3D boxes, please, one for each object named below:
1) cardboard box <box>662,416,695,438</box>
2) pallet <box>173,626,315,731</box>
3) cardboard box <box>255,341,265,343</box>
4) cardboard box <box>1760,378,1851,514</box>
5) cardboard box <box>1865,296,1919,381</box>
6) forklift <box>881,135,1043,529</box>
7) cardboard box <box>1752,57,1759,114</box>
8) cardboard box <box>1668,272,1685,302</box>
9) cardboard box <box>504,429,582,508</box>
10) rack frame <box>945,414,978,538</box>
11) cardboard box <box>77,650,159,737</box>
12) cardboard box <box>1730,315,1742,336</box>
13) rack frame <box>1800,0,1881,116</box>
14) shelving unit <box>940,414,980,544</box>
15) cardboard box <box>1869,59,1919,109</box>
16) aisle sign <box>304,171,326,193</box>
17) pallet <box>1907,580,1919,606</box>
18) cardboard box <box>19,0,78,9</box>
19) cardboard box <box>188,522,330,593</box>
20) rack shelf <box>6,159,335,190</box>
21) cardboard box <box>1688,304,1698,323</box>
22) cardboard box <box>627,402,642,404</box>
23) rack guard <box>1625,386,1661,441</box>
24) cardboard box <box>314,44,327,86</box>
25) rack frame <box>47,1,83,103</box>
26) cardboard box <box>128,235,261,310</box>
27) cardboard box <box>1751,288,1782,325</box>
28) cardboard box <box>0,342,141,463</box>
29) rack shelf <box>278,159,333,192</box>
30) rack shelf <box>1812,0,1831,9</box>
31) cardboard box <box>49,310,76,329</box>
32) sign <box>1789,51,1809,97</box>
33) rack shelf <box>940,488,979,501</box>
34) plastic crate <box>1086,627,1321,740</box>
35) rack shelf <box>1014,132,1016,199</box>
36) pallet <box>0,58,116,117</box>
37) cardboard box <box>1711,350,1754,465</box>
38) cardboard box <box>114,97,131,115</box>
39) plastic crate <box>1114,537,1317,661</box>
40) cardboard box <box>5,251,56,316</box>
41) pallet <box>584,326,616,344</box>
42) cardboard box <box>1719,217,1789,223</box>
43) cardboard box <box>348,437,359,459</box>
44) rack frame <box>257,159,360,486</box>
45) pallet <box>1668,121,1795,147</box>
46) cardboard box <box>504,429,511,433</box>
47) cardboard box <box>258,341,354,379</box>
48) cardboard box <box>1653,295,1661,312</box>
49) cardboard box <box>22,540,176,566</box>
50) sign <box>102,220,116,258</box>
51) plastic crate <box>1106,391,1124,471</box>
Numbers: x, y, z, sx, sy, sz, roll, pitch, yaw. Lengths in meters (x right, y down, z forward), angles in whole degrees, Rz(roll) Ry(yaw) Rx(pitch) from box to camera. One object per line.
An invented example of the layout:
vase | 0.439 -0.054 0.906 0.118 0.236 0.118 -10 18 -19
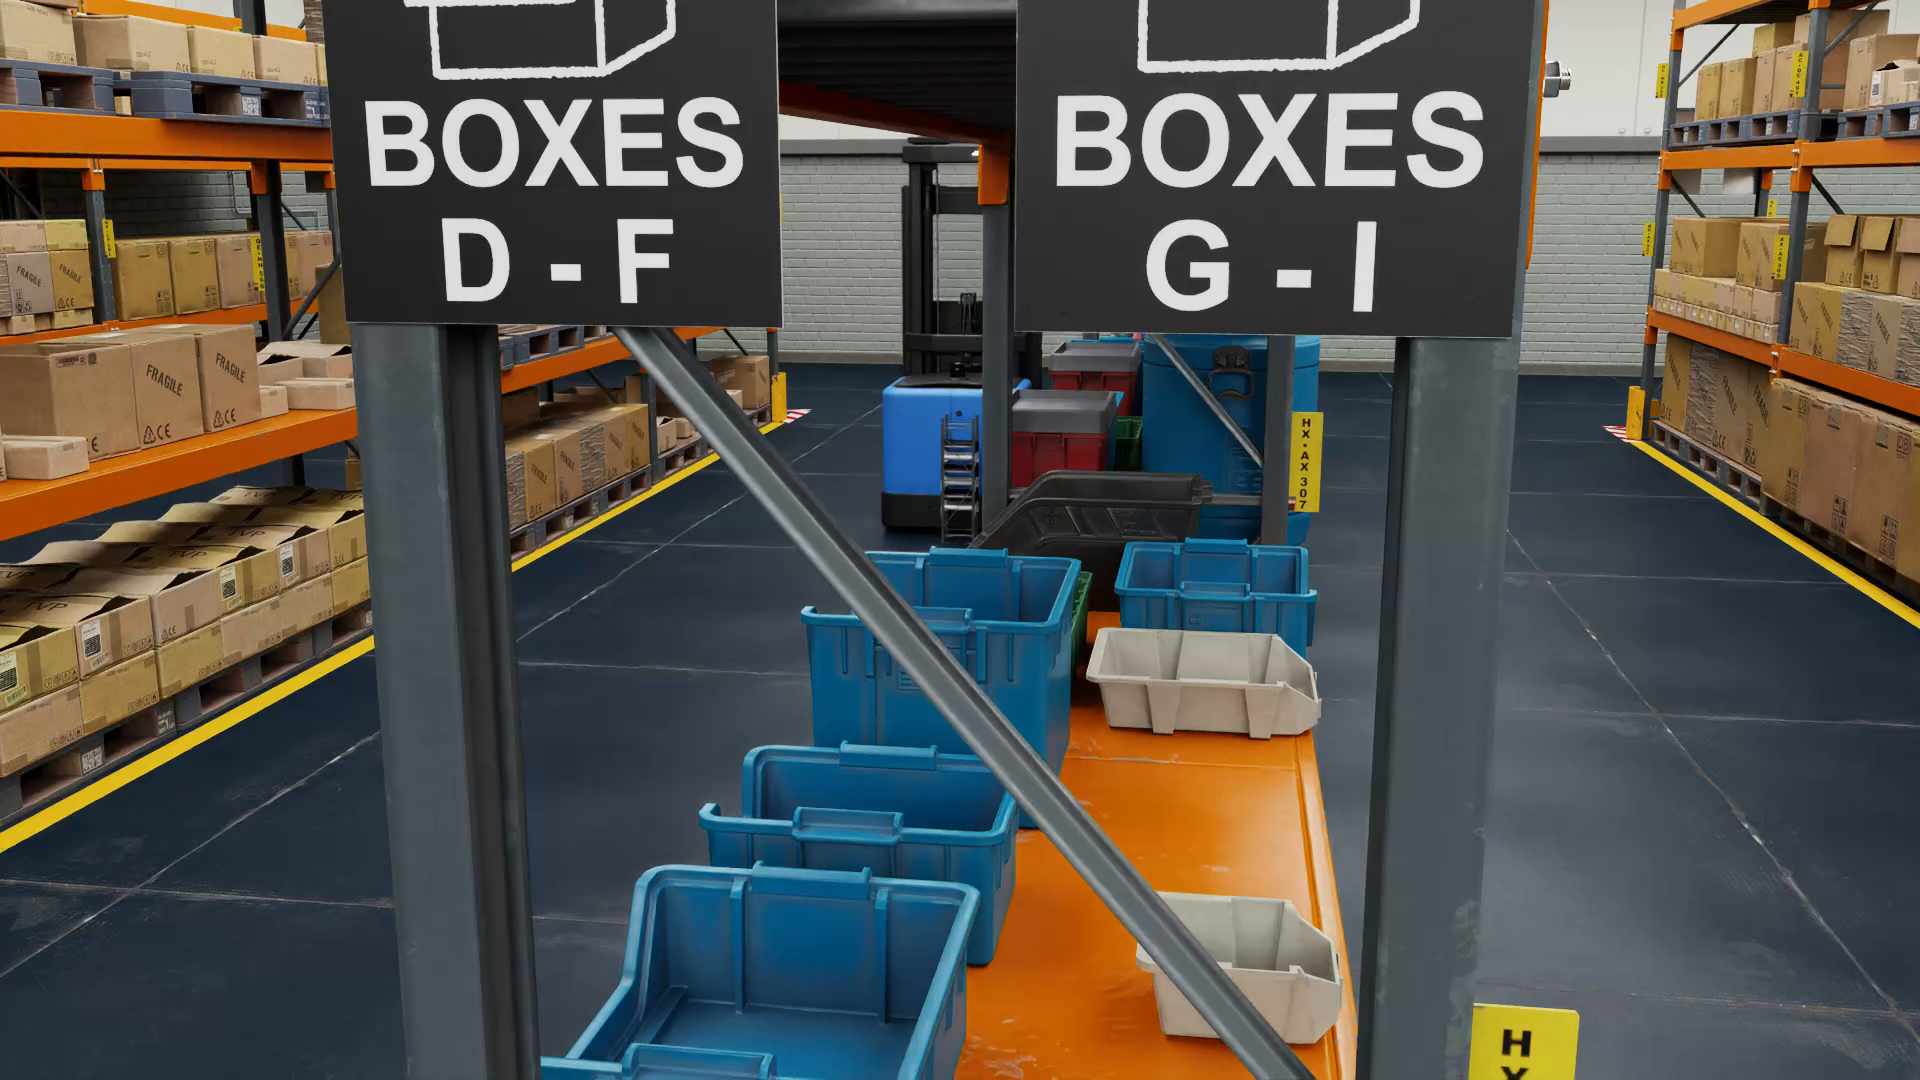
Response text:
cardboard box | -2.685 -1.054 15.446 0.380 0.166 0.250 2 12 9
pallet | -4.057 0.656 8.450 1.003 0.211 1.213 2 12 9
cardboard box | -7.631 -2.034 17.710 0.380 0.149 0.250 2 12 9
cardboard box | 6.622 -0.674 12.049 1.225 0.875 0.875 2 12 9
cardboard box | 6.155 -1.286 10.605 0.500 0.500 0.500 2 12 10
forklift | 0.125 -1.768 13.239 1.130 2.935 3.031 2 12 7
cardboard box | 7.070 -3.792 13.877 0.700 0.500 0.500 2 12 11
cardboard box | 6.902 -2.347 15.413 0.500 0.250 0.500 2 12 8
cardboard box | -3.118 -0.532 12.229 0.500 0.500 0.500 1 12 7
rack frame | 0.012 -0.454 11.965 0.240 0.900 0.006 2 12 7
cardboard box | -3.931 0.658 7.348 0.500 0.250 0.500 2 12 10
cardboard box | 6.543 -1.754 13.606 0.380 0.149 0.250 2 12 10
rack frame | 6.701 -4.574 11.859 1.000 3.000 0.127 2 12 9
shelving unit | -0.001 -0.433 11.867 0.258 0.900 0.210 2 12 7
cardboard box | 6.443 -3.044 11.094 0.500 0.311 0.500 1 12 7
aisle sign | -7.060 -4.232 18.339 0.394 0.787 0.004 2 12 9
pallet | 6.281 0.392 9.671 1.003 0.211 1.213 2 12 9
cardboard box | -4.119 -2.509 6.976 0.500 0.500 0.500 3 13 14
cardboard box | -3.693 0.064 8.773 0.500 0.311 0.500 2 12 8
rack shelf | -7.675 -3.654 16.417 1.077 0.370 4.000 2 12 9
cardboard box | 6.740 -2.021 14.846 0.380 0.149 0.250 2 12 8
cardboard box | -3.164 -1.148 15.538 0.500 0.311 0.500 2 12 9
rack guard | 7.320 -1.257 16.641 1.175 0.500 0.348 2 12 9
cardboard box | -3.716 -2.633 9.329 0.500 0.250 0.500 1 12 4
rack frame | -7.982 -5.056 14.093 1.000 3.000 0.127 2 12 9
cardboard box | -7.663 -2.686 16.624 0.980 0.700 0.700 1 12 6
cardboard box | 6.509 -1.814 12.941 0.500 0.250 0.500 2 12 8
cardboard box | -4.102 -0.616 7.494 0.500 0.500 0.500 3 12 13
rack shelf | -3.395 -2.662 11.812 1.077 0.370 4.000 2 12 9
rack shelf | 6.393 -3.611 10.045 1.077 0.370 4.000 2 12 9
cardboard box | -7.770 -1.877 14.133 0.380 0.149 0.250 2 12 10
sign | 6.152 -3.417 12.194 0.100 0.325 0.005 2 12 9
rack shelf | -0.001 -0.313 11.893 0.258 0.077 0.200 2 12 7
plastic crate | 0.577 0.338 3.929 0.530 0.136 0.437 2 12 9
rack shelf | 0.884 -1.668 7.200 1.077 0.370 4.000 2 12 9
pallet | -4.194 -1.855 6.815 0.805 0.209 1.217 1 12 6
cardboard box | 7.020 -1.130 14.165 0.875 0.875 0.875 2 12 9
cardboard box | -7.616 -3.906 14.998 0.500 0.250 0.500 2 12 8
plastic crate | 0.675 0.175 4.414 0.499 0.251 0.616 2 12 9
cardboard box | -7.873 -2.116 13.703 0.500 0.500 0.500 2 12 9
pallet | -3.318 -1.707 13.249 1.003 0.211 1.213 2 12 9
cardboard box | 7.501 -2.803 15.750 0.500 0.500 0.500 2 12 9
cardboard box | -3.786 -0.705 11.252 0.500 0.250 0.500 2 12 11
rack frame | -3.702 -1.131 10.120 1.000 3.000 0.127 2 12 9
pallet | 7.212 -3.743 15.330 1.003 0.211 1.213 2 12 9
cardboard box | -3.636 -0.543 12.284 0.500 0.500 0.500 1 12 7
cardboard box | -3.801 -1.013 9.785 0.500 0.311 0.500 3 12 12
cardboard box | 6.935 -2.288 16.088 0.380 0.149 0.250 2 12 9
cardboard box | -4.305 0.156 8.347 0.500 0.311 0.500 2 12 8
sign | -7.445 -2.635 14.539 0.100 0.325 0.005 2 12 9
plastic crate | 0.439 -0.369 6.622 0.392 0.384 0.575 2 12 9
